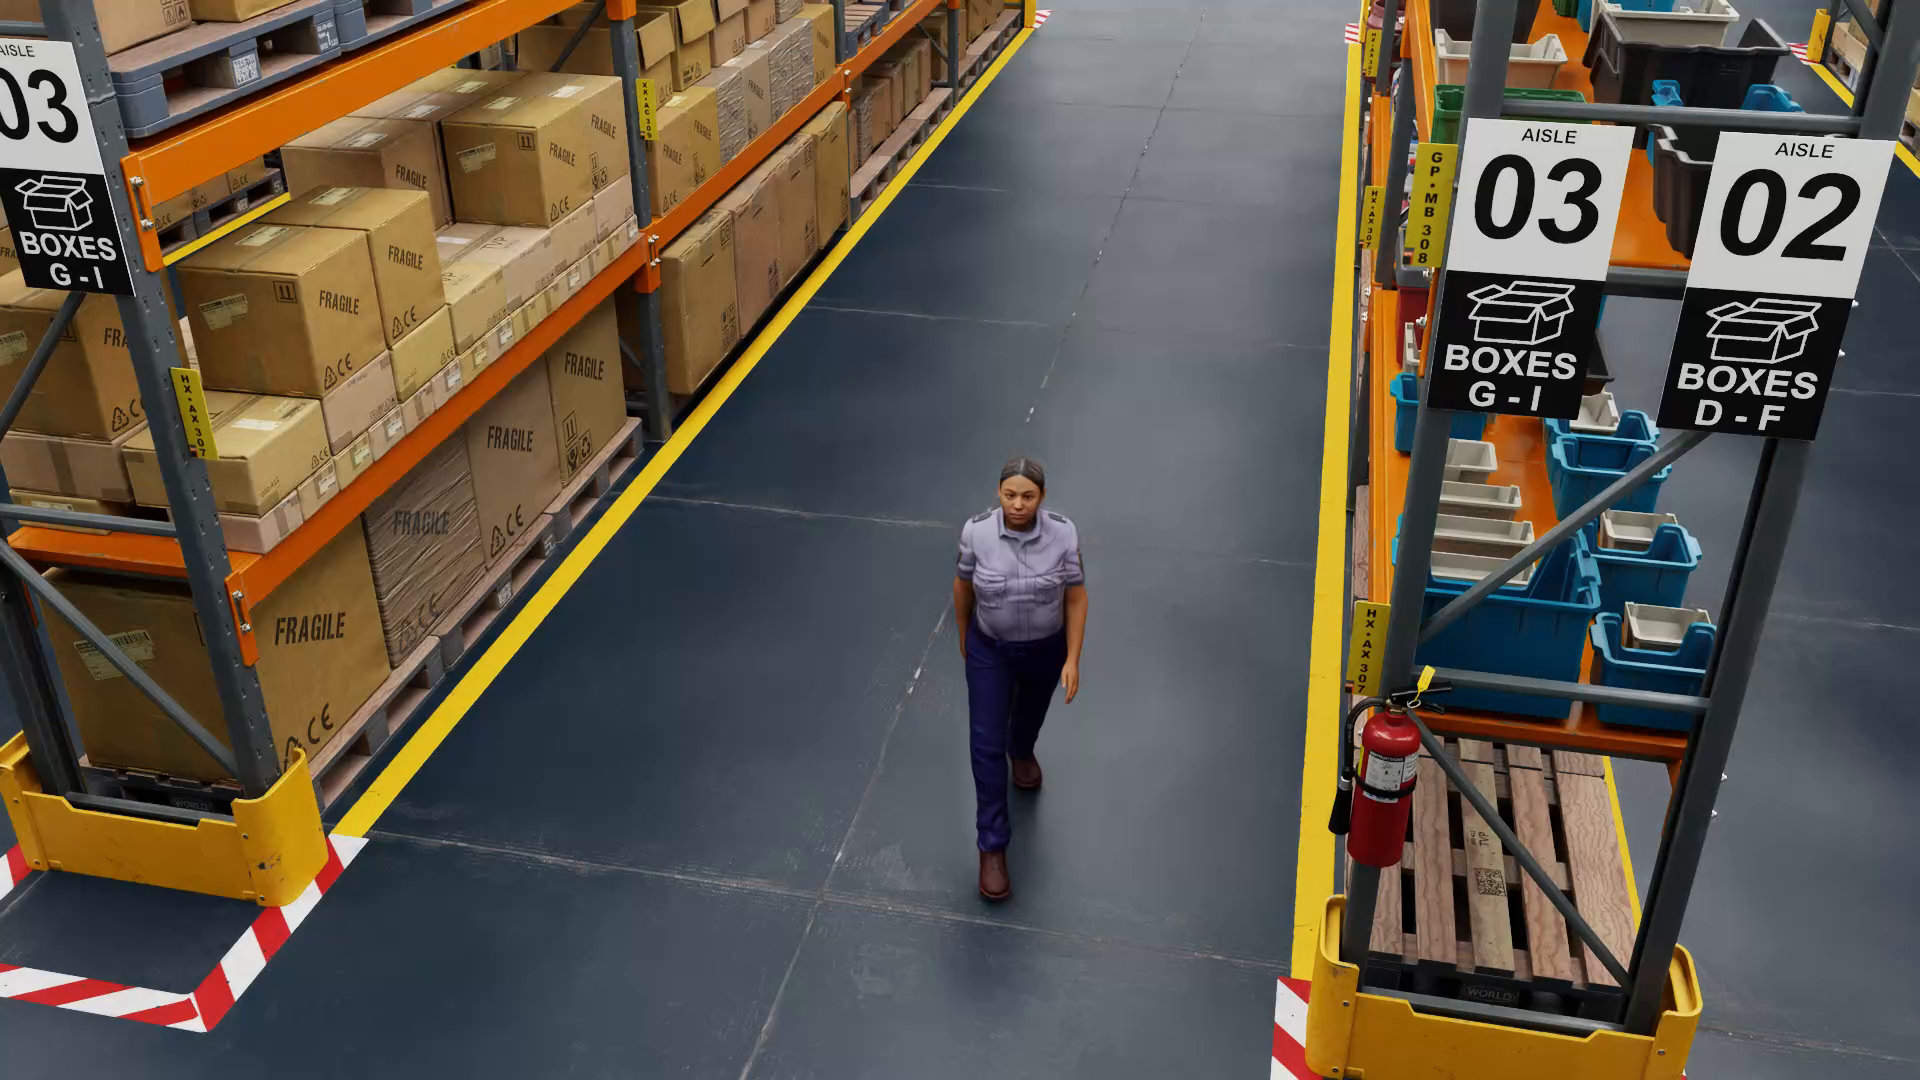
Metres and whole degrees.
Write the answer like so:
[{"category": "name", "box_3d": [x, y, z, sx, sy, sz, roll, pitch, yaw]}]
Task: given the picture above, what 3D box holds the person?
[{"category": "person", "box_3d": [0.234, 0.441, 6.315, 0.495, 1.595, 0.973, -2, 29, -4]}]
